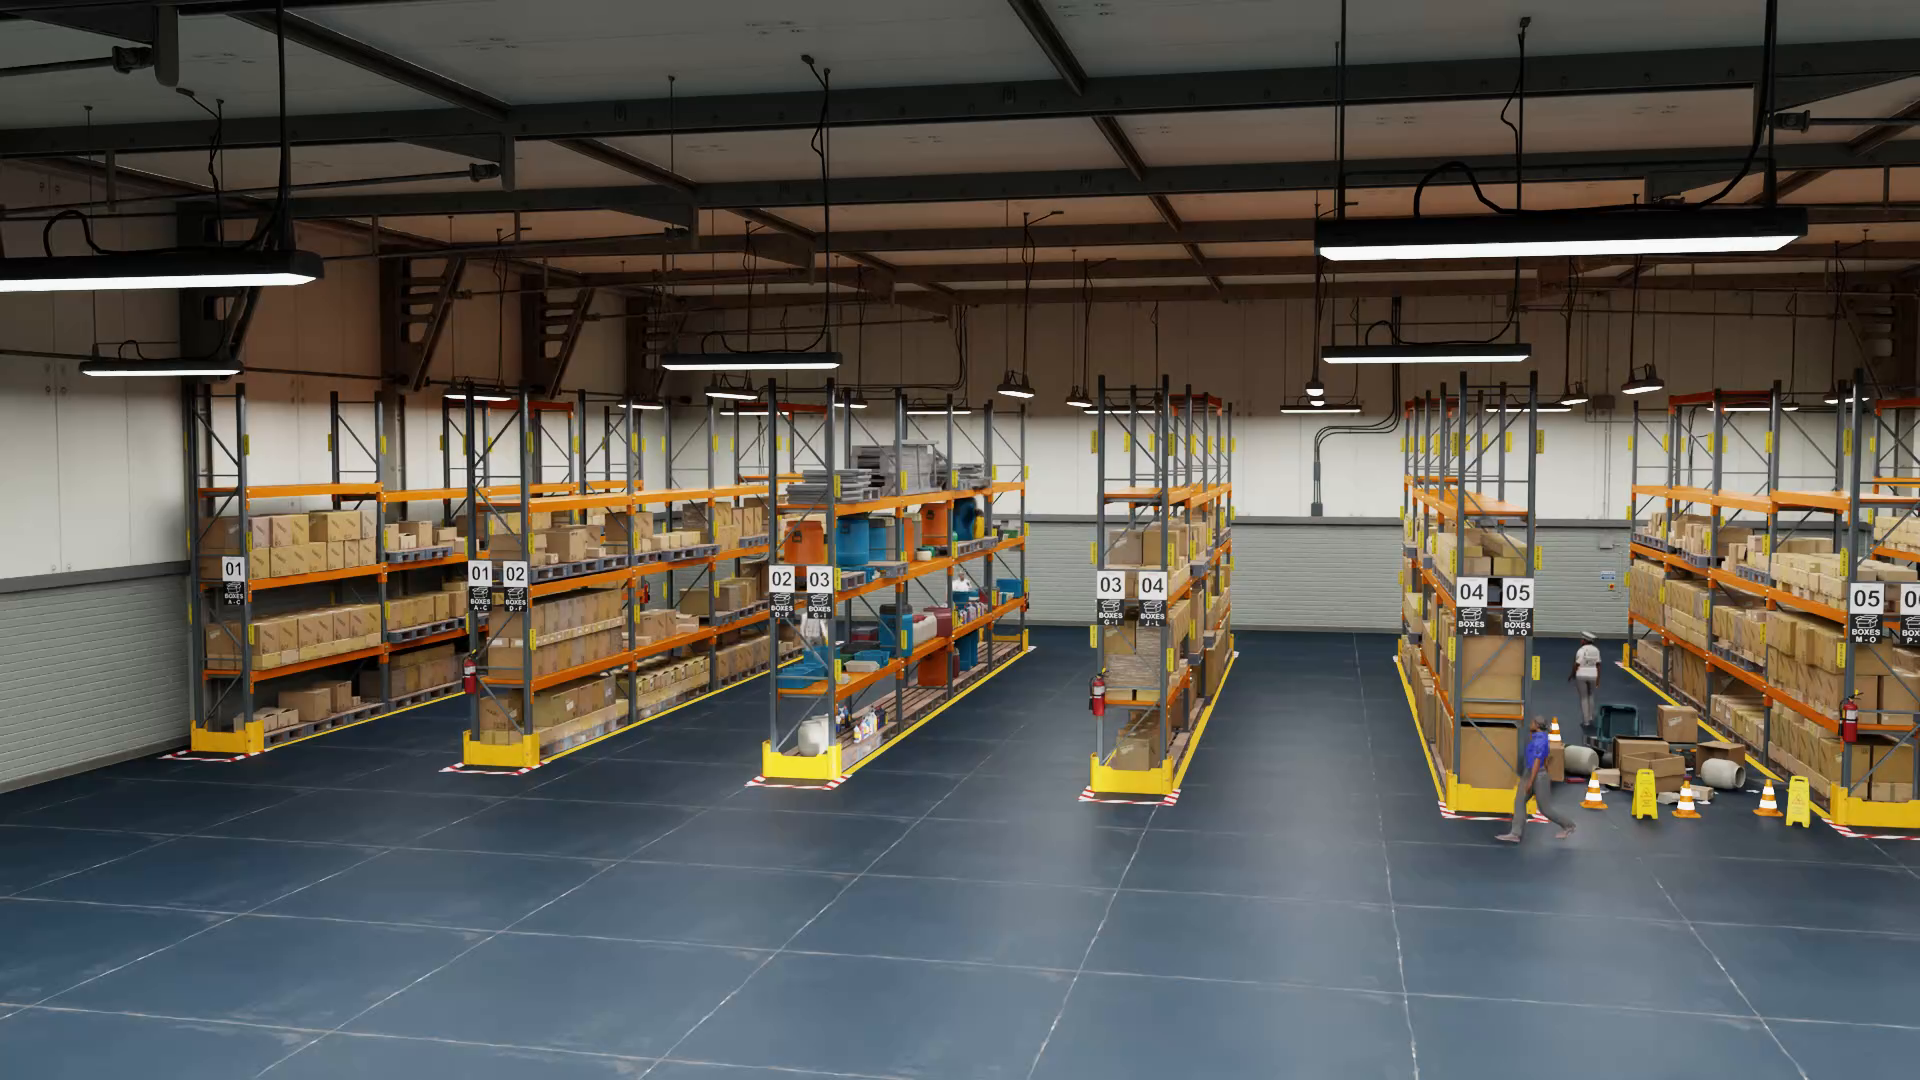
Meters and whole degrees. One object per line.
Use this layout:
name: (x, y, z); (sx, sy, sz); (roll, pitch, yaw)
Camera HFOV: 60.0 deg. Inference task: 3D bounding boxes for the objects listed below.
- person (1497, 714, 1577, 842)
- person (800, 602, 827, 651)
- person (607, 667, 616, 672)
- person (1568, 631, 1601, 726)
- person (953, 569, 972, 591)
person: (7.260, 3.000, 20.856); (0.926, 1.608, 0.419); (-1, 3, -9)
person: (-3.163, 2.101, 36.132); (0.632, 1.638, 0.995); (1, 3, 11)
person: (-7.575, 2.130, 36.353); (0.446, 1.601, 0.463); (-2, 4, -37)
person: (11.116, 2.466, 29.568); (0.535, 1.709, 0.738); (0, 3, 7)
person: (0.067, 1.633, 43.749); (0.601, 1.747, 0.542); (3, 4, 41)
